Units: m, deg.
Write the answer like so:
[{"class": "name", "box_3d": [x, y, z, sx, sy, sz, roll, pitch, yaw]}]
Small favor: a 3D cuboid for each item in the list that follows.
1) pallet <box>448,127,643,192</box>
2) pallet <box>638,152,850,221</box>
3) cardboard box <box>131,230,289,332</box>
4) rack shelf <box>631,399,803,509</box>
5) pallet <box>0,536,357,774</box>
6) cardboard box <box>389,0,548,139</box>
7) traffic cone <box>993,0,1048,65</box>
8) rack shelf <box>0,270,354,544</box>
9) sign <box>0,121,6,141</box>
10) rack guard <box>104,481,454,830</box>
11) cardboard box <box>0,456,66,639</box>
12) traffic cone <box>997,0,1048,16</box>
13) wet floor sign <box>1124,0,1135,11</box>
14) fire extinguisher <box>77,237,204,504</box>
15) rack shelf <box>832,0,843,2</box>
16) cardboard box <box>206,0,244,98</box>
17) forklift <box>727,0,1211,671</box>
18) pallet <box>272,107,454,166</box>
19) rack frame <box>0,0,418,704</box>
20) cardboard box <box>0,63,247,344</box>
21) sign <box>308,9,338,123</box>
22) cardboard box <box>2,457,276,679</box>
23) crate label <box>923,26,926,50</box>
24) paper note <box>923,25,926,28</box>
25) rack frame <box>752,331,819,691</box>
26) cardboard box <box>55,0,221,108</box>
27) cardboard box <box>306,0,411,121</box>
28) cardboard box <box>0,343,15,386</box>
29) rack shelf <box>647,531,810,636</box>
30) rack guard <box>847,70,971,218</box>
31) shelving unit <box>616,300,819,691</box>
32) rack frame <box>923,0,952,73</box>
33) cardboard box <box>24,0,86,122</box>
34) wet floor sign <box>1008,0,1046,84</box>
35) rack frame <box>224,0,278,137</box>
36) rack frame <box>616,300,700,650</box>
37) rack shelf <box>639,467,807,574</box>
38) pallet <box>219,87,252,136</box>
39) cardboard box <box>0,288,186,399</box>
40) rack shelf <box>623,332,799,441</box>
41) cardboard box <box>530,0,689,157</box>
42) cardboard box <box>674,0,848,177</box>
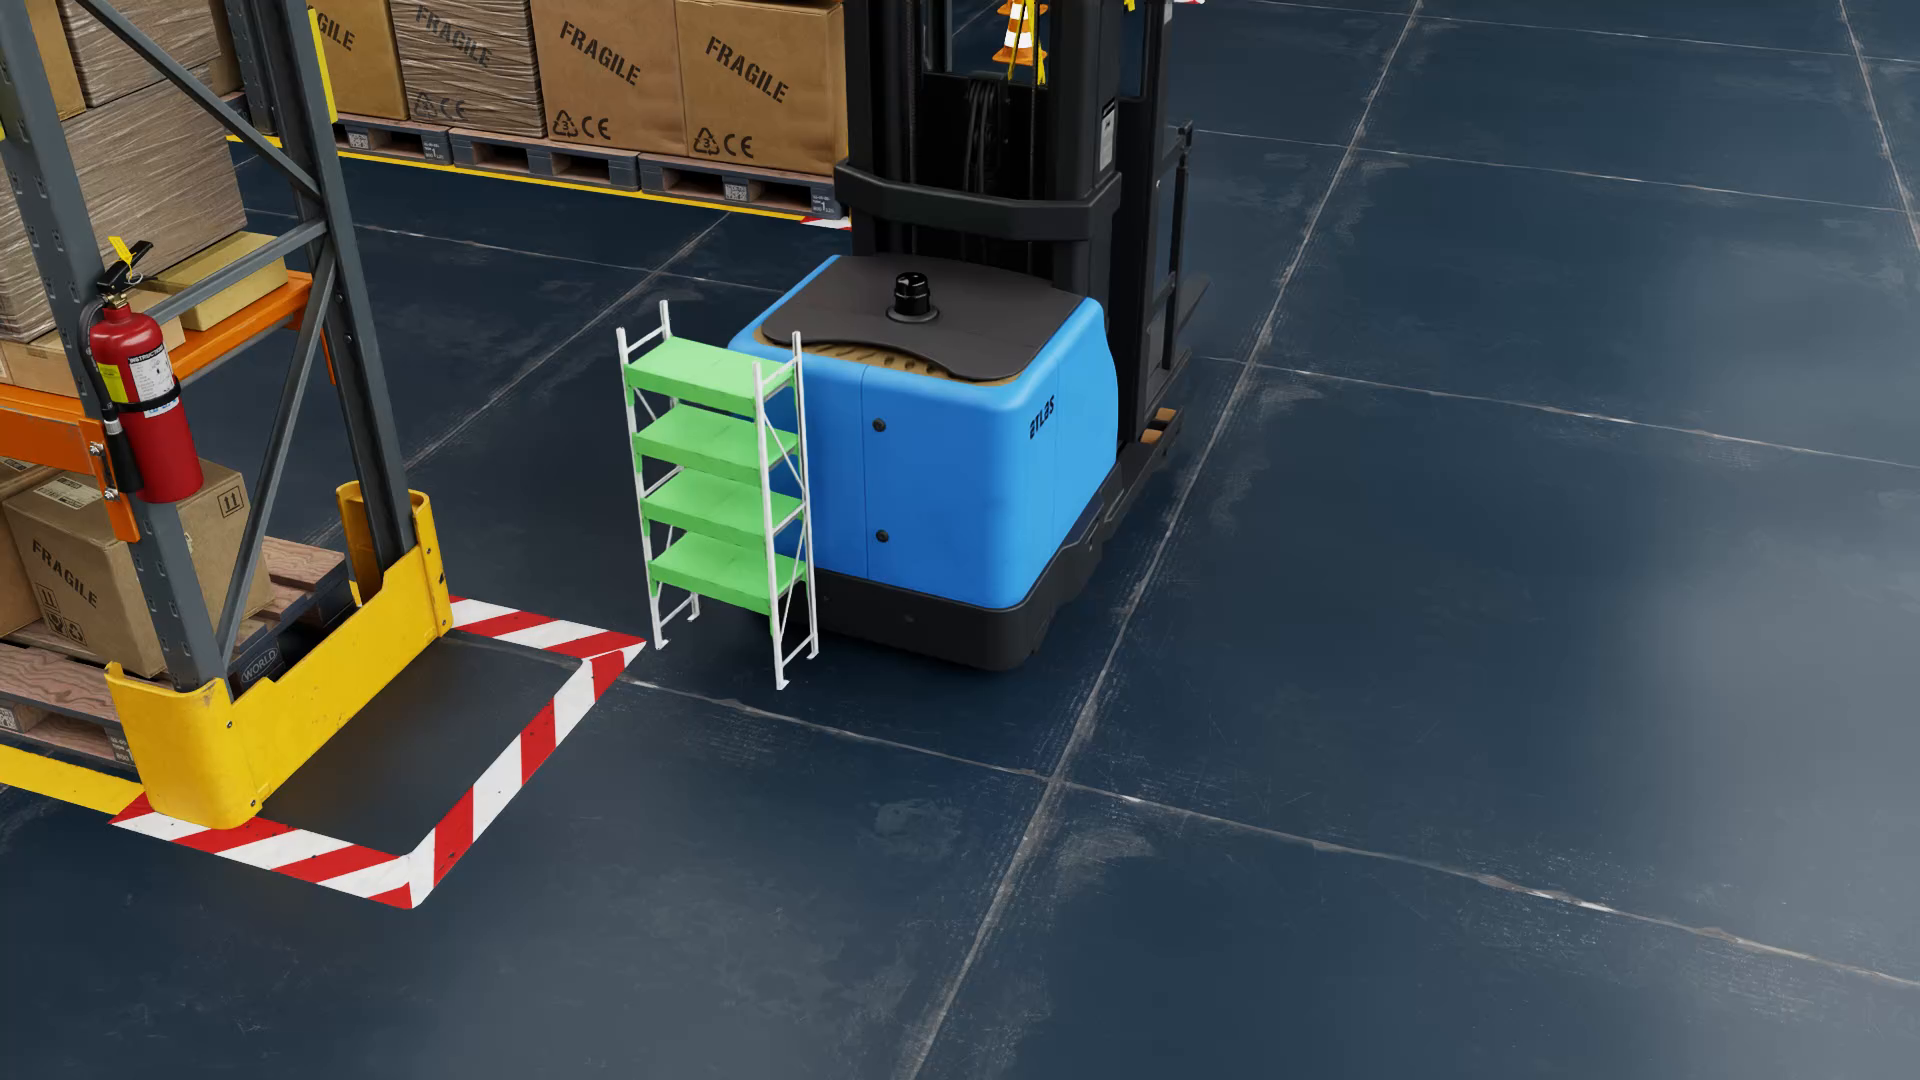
[{"class": "pallet", "box_3d": [-2.191, -2.381, 9.743, 1.213, 0.211, 1.003, 11, 34, 16]}, {"class": "pallet", "box_3d": [-1.047, -2.157, 9.396, 1.213, 0.211, 1.003, 11, 34, 16]}, {"class": "cardboard box", "box_3d": [-2.224, -0.776, 4.919, 0.250, 0.149, 0.380, 11, 34, 16]}, {"class": "rack shelf", "box_3d": [-0.760, -0.274, 5.244, 0.480, 0.148, 0.258, 16, 36, 23]}, {"class": "pallet", "box_3d": [-2.860, 0.283, 5.617, 1.213, 0.211, 1.003, 11, 34, 16]}, {"class": "cardboard box", "box_3d": [-2.615, -2.924, 9.585, 0.875, 0.875, 0.875, 11, 35, 17]}, {"class": "traffic cone", "box_3d": [0.413, -3.493, 11.234, 0.334, 0.463, 0.336, 11, 34, 16]}, {"class": "rack shelf", "box_3d": [-3.919, -0.772, 5.343, 4.000, 0.370, 1.077, 11, 34, 16]}, {"class": "sign", "box_3d": [-2.242, -1.047, 3.748, 0.005, 0.325, 0.100, 11, 34, 16]}, {"class": "rack guard", "box_3d": [-2.108, 0.328, 5.281, 0.348, 0.500, 1.175, 11, 34, 16]}, {"class": "cardboard box", "box_3d": [-3.192, -0.049, 5.478, 0.500, 0.500, 0.500, 21, 38, 29]}, {"class": "traffic cone", "box_3d": [0.467, -4.122, 12.208, 0.334, 0.463, 0.336, 11, 34, 16]}, {"class": "wet floor sign", "box_3d": [1.125, -4.198, 12.157, 0.232, 0.644, 0.267, 24, 40, 32]}, {"class": "fire extinguisher", "box_3d": [-2.084, -0.419, 4.205, 0.183, 0.674, 0.296, 11, 34, 16]}, {"class": "rack shelf", "box_3d": [-2.150, -3.286, 9.237, 4.000, 0.370, 1.077, 11, 34, 16]}, {"class": "cardboard box", "box_3d": [-4.648, -3.253, 10.210, 0.750, 0.750, 1.050, 11, 34, 16]}, {"class": "forklift", "box_3d": [0.275, -1.591, 6.011, 1.130, 2.935, 3.031, 13, 35, 19]}, {"class": "pallet", "box_3d": [-3.344, -2.603, 10.088, 1.213, 0.211, 1.003, 11, 34, 16]}, {"class": "rack frame", "box_3d": [-2.036, -0.708, 4.581, 0.127, 3.000, 1.000, 11, 34, 16]}, {"class": "cardboard box", "box_3d": [-2.544, -0.990, 4.651, 0.500, 0.500, 0.875, 11, 34, 16]}, {"class": "sign", "box_3d": [-1.853, -1.349, 4.775, 0.005, 0.325, 0.100, 11, 34, 16]}, {"class": "cardboard box", "box_3d": [-2.618, 0.043, 5.335, 0.500, 0.500, 0.500, 18, 37, 25]}, {"class": "crate label", "box_3d": [-0.348, -3.469, 11.496, 0.298, 0.136, 0.250, -6, 33, -9]}, {"class": "paper note", "box_3d": [-0.254, -3.677, 11.918, 0.142, 0.019, 0.148, 0, 33, 0]}, {"class": "rack frame", "box_3d": [-0.543, -0.066, 5.246, 0.015, 1.200, 0.240, 16, 36, 23]}, {"class": "cardboard box", "box_3d": [-2.462, -1.535, 4.574, 0.500, 0.500, 0.500, 11, 34, 16]}, {"class": "cardboard box", "box_3d": [-3.465, -3.087, 9.838, 0.875, 0.875, 0.875, 12, 35, 17]}, {"class": "cardboard box", "box_3d": [-2.609, -0.595, 4.638, 0.250, 0.149, 0.380, 11, 34, 16]}, {"class": "rack shelf", "box_3d": [-0.760, 0.129, 5.505, 0.480, 0.148, 0.258, 16, 36, 23]}, {"class": "rack guard", "box_3d": [-0.245, -2.168, 9.146, 0.348, 0.500, 1.175, 11, 34, 16]}, {"class": "shelving unit", "box_3d": [-0.760, -0.127, 5.340, 0.503, 1.200, 0.258, 16, 36, 23]}, {"class": "rack frame", "box_3d": [-0.268, -3.222, 8.475, 0.127, 3.000, 1.000, 11, 34, 16]}, {"class": "cardboard box", "box_3d": [-2.637, -1.269, 4.163, 0.500, 0.500, 0.500, 11, 34, 16]}, {"class": "wet floor sign", "box_3d": [0.428, -3.239, 10.671, 0.232, 0.644, 0.267, 5, 33, 8]}, {"class": "rack frame", "box_3d": [-4.033, -3.954, 9.609, 0.127, 3.000, 1.000, 11, 34, 16]}, {"class": "rack frame", "box_3d": [-0.977, -0.187, 5.434, 0.015, 1.200, 0.240, 16, 36, 23]}, {"class": "rack shelf", "box_3d": [-0.760, -0.073, 5.374, 0.480, 0.148, 0.258, 16, 36, 23]}, {"class": "pallet", "box_3d": [-4.785, -2.885, 10.524, 1.213, 0.211, 1.003, 11, 34, 16]}, {"class": "cardboard box", "box_3d": [-2.374, -0.549, 4.567, 0.250, 0.149, 0.380, 11, 34, 16]}, {"class": "rack shelf", "box_3d": [-0.760, -0.476, 5.114, 0.480, 0.148, 0.258, 16, 36, 23]}, {"class": "cardboard box", "box_3d": [-1.757, -2.756, 9.325, 0.875, 0.875, 0.875, 10, 34, 16]}, {"class": "cardboard box", "box_3d": [-0.928, -2.596, 9.077, 0.875, 0.875, 0.875, 11, 35, 17]}]
